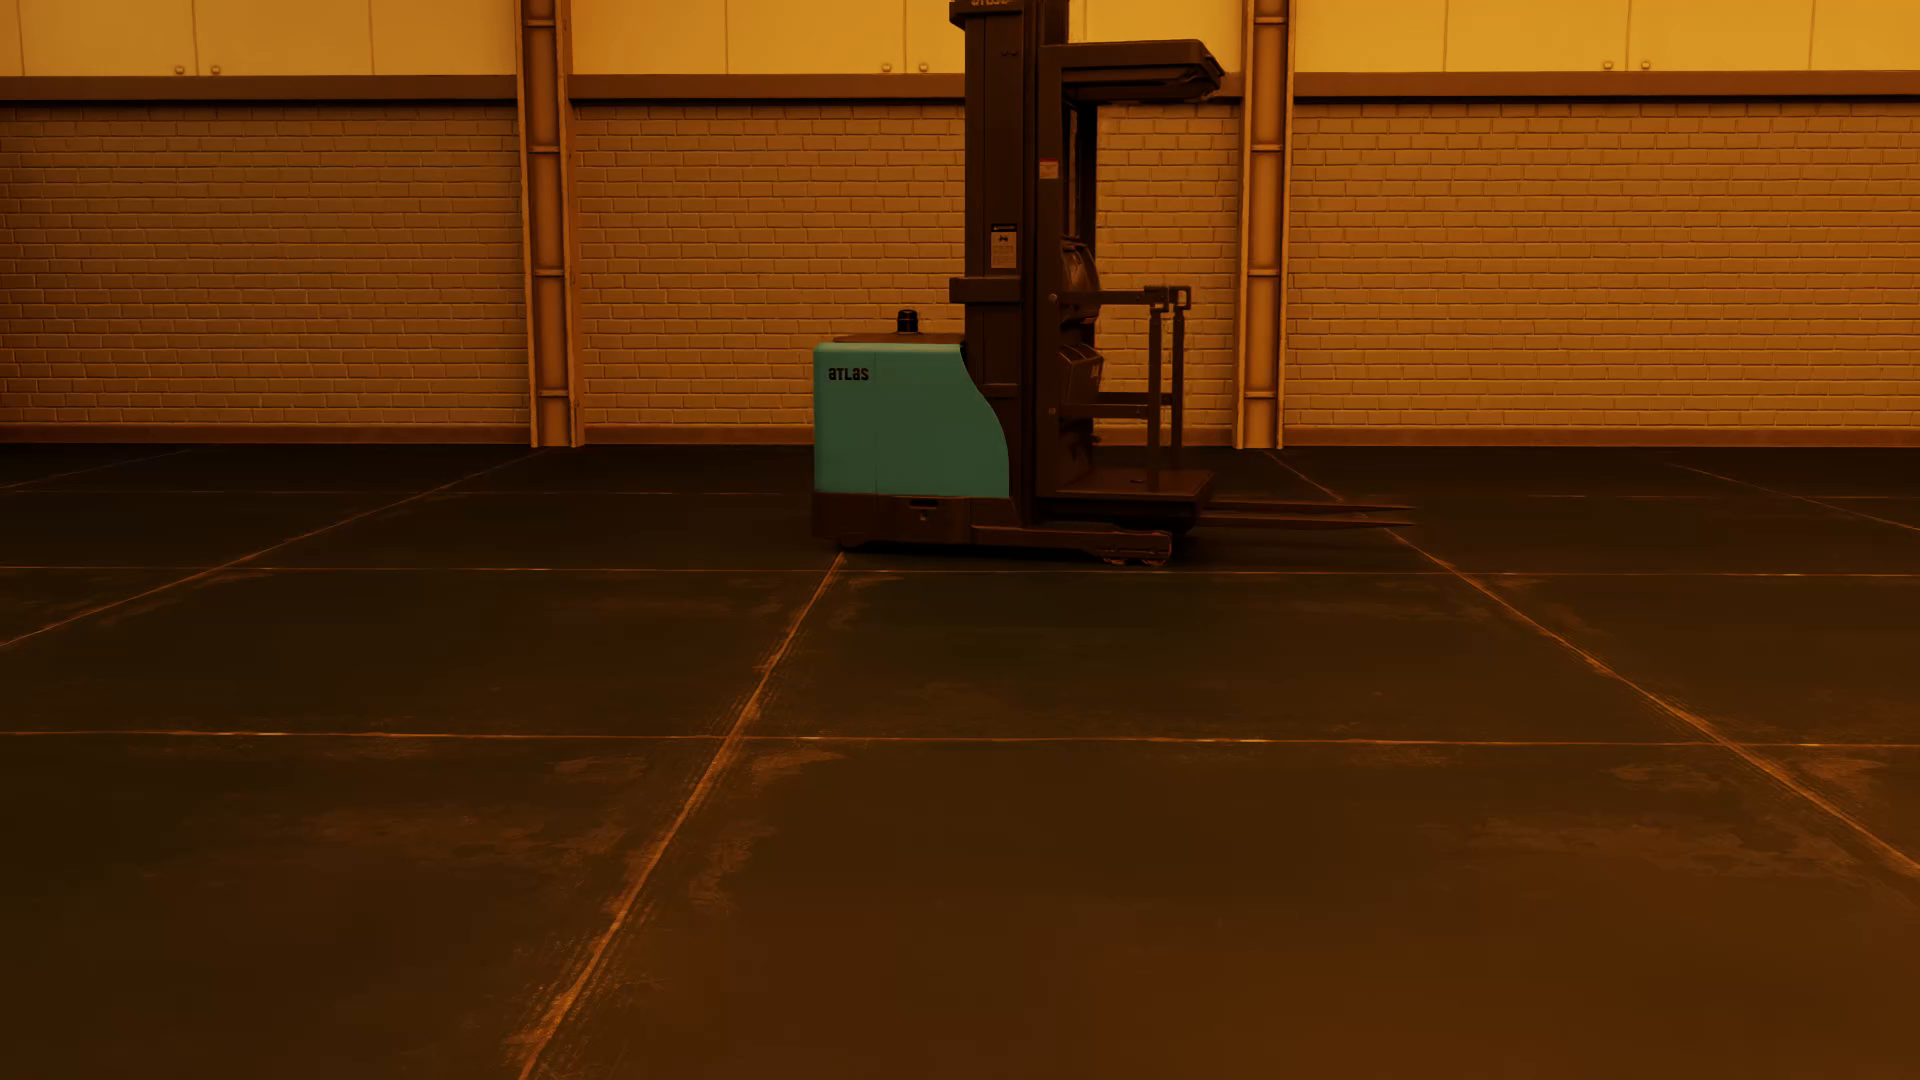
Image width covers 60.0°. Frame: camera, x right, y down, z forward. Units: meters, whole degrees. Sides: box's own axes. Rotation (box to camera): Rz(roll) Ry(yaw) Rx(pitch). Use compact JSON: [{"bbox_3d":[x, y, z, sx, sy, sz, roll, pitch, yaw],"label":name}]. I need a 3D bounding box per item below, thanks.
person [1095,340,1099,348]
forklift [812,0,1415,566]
[{"bbox_3d":[0.508,-0.919,10.213,0.804,1.437,0.869,-2,9,-14],"label":"person"},{"bbox_3d":[0.806,-1.409,8.522,3.031,2.935,1.130,2,9,14],"label":"forklift"}]
